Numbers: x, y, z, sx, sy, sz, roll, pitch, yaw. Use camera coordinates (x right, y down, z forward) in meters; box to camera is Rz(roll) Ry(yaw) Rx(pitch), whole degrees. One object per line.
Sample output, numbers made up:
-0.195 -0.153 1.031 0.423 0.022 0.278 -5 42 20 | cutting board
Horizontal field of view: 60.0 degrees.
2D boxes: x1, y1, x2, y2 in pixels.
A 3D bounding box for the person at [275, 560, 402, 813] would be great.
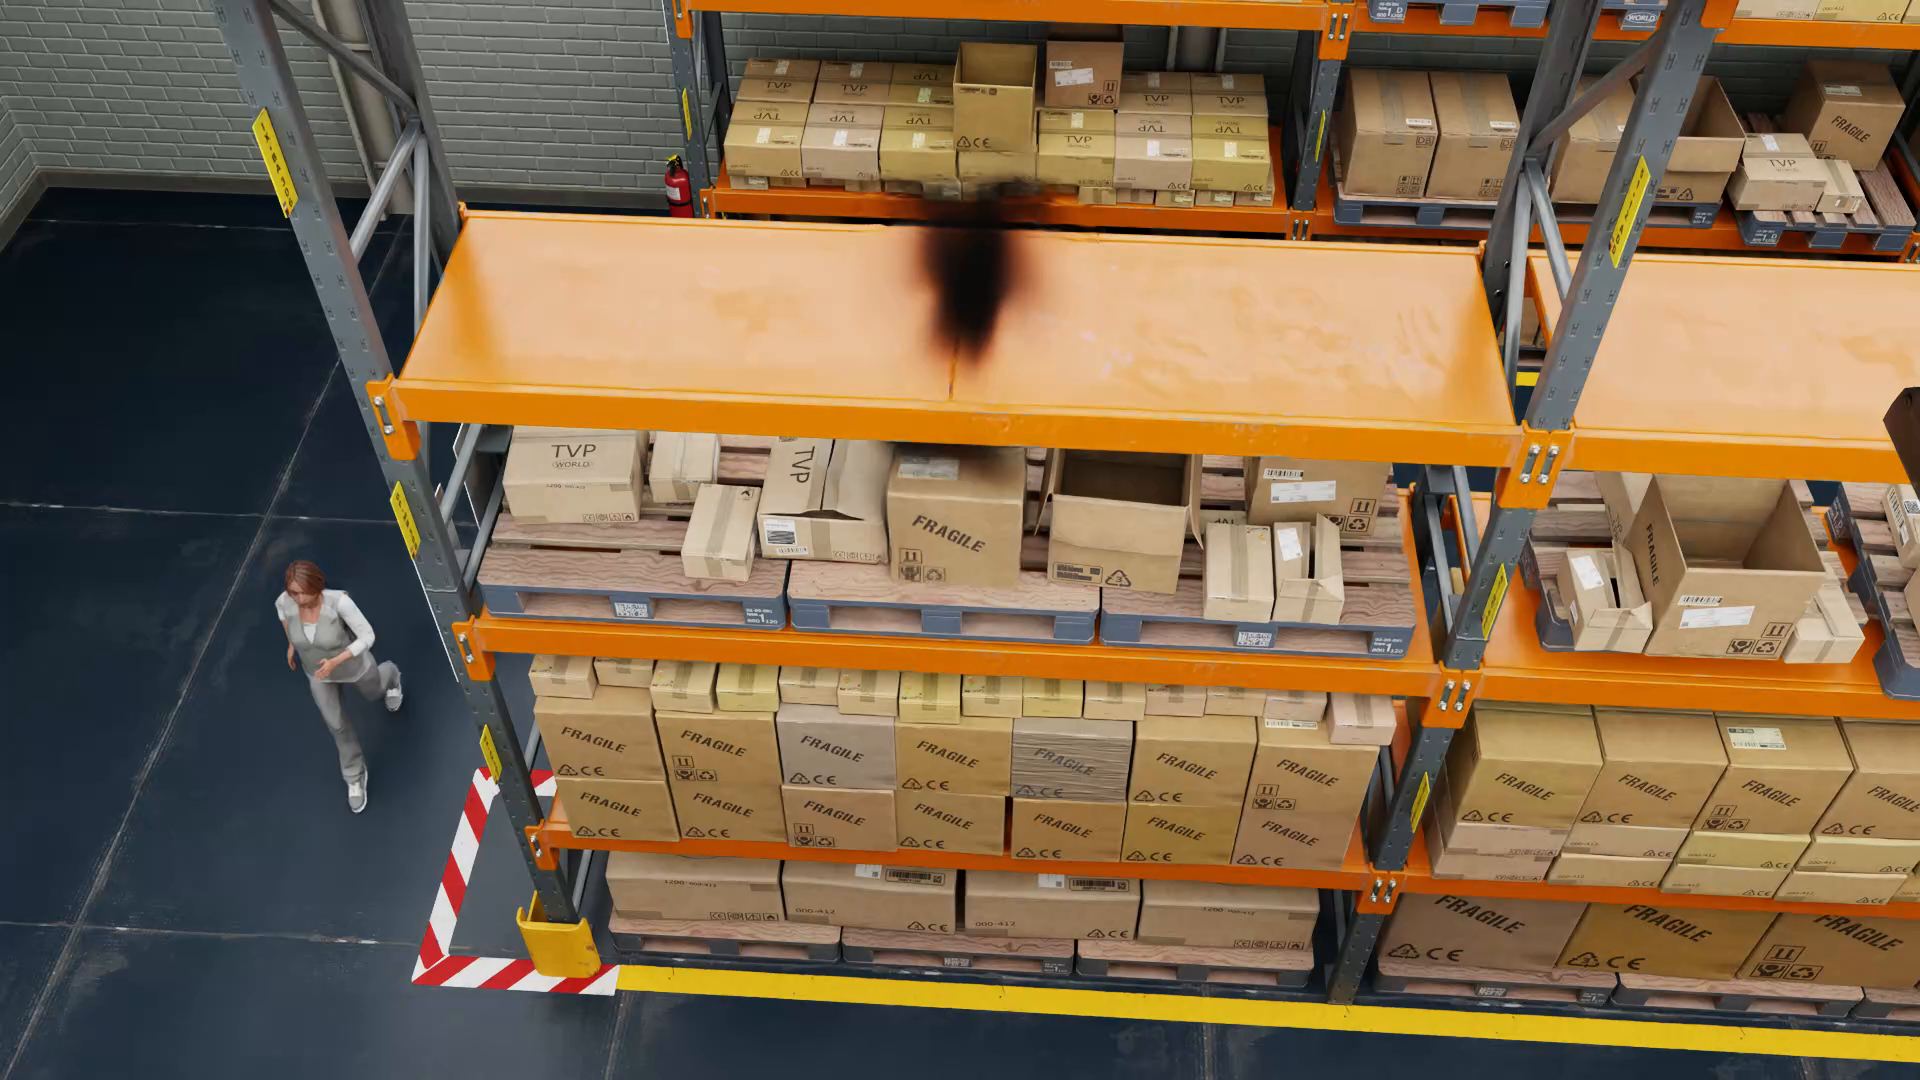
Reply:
-3.374 0.674 9.026 0.544 1.591 0.887 -3 48 -3 | person
